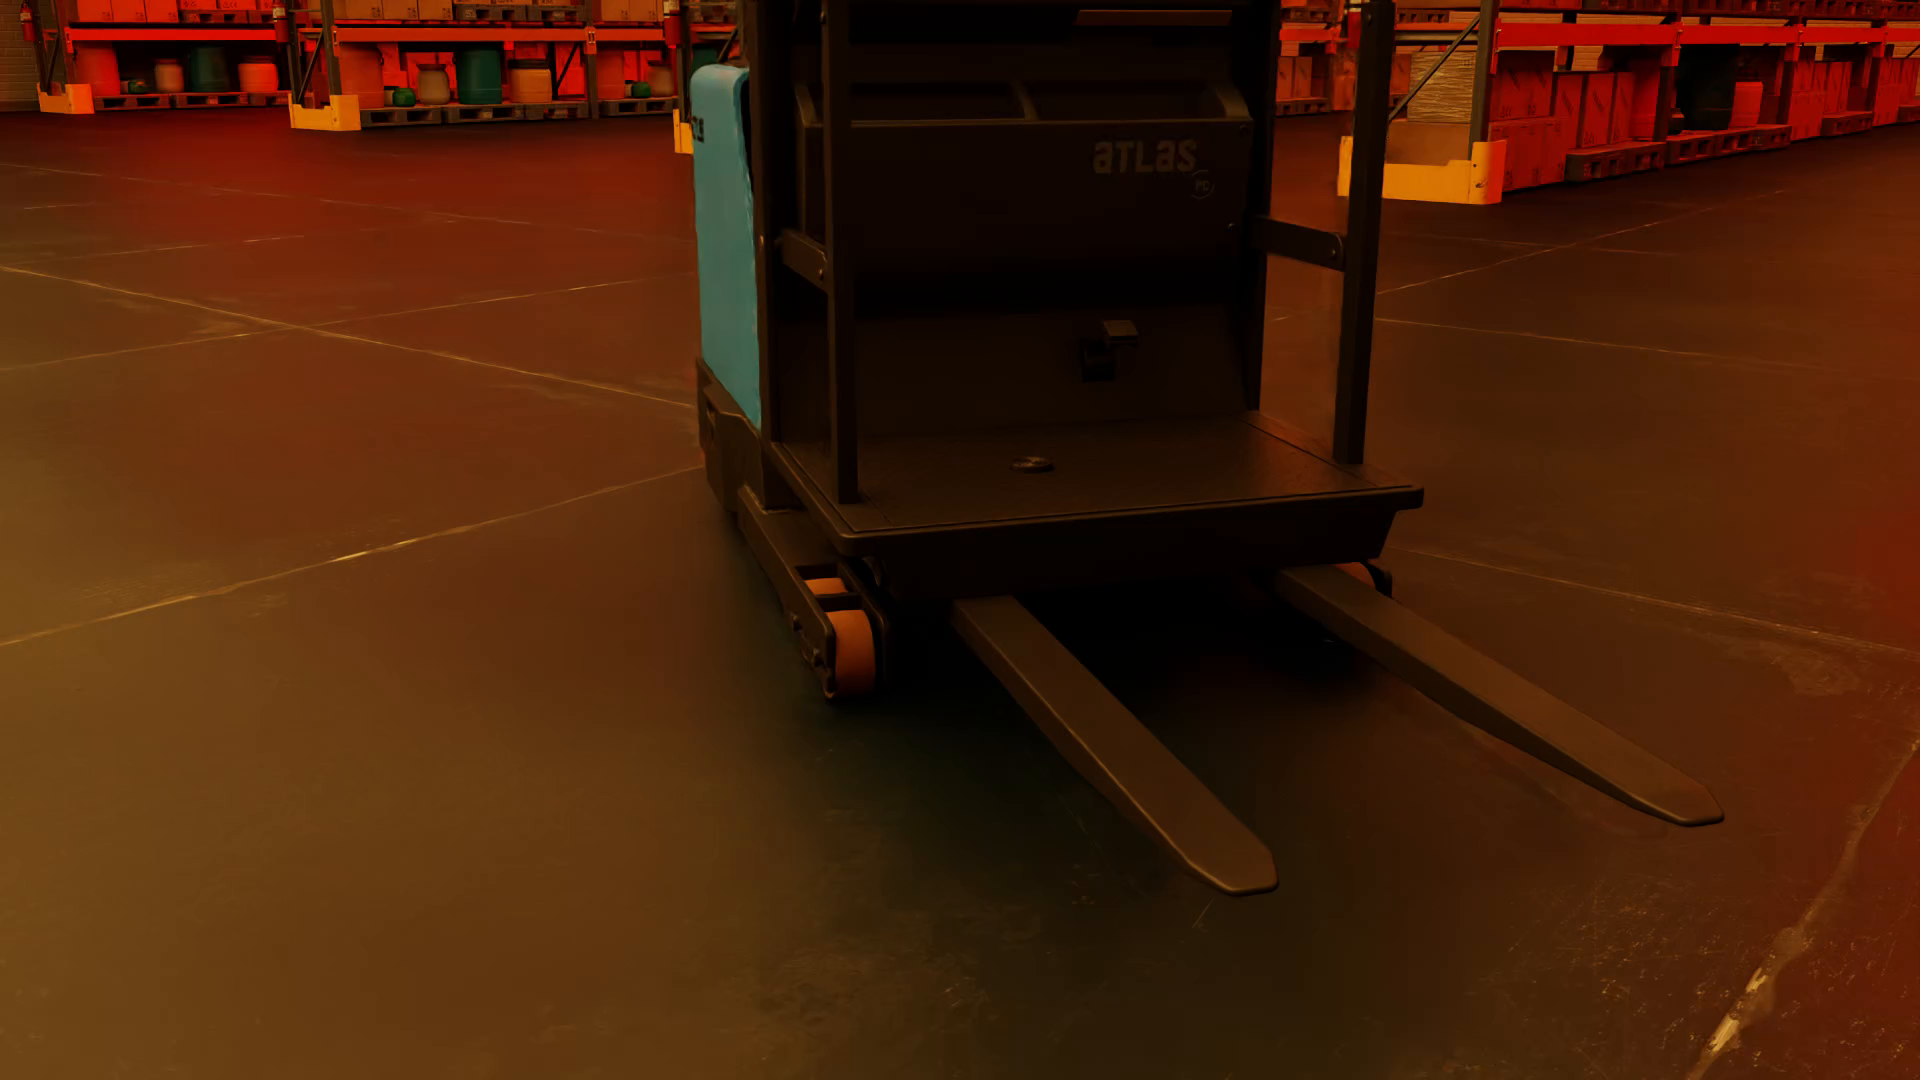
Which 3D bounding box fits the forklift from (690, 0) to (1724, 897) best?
[{"bbox_3d":[0.195,-1.242,2.986,1.130,2.935,3.031,-5,18,-16],"label":"forklift"}]
